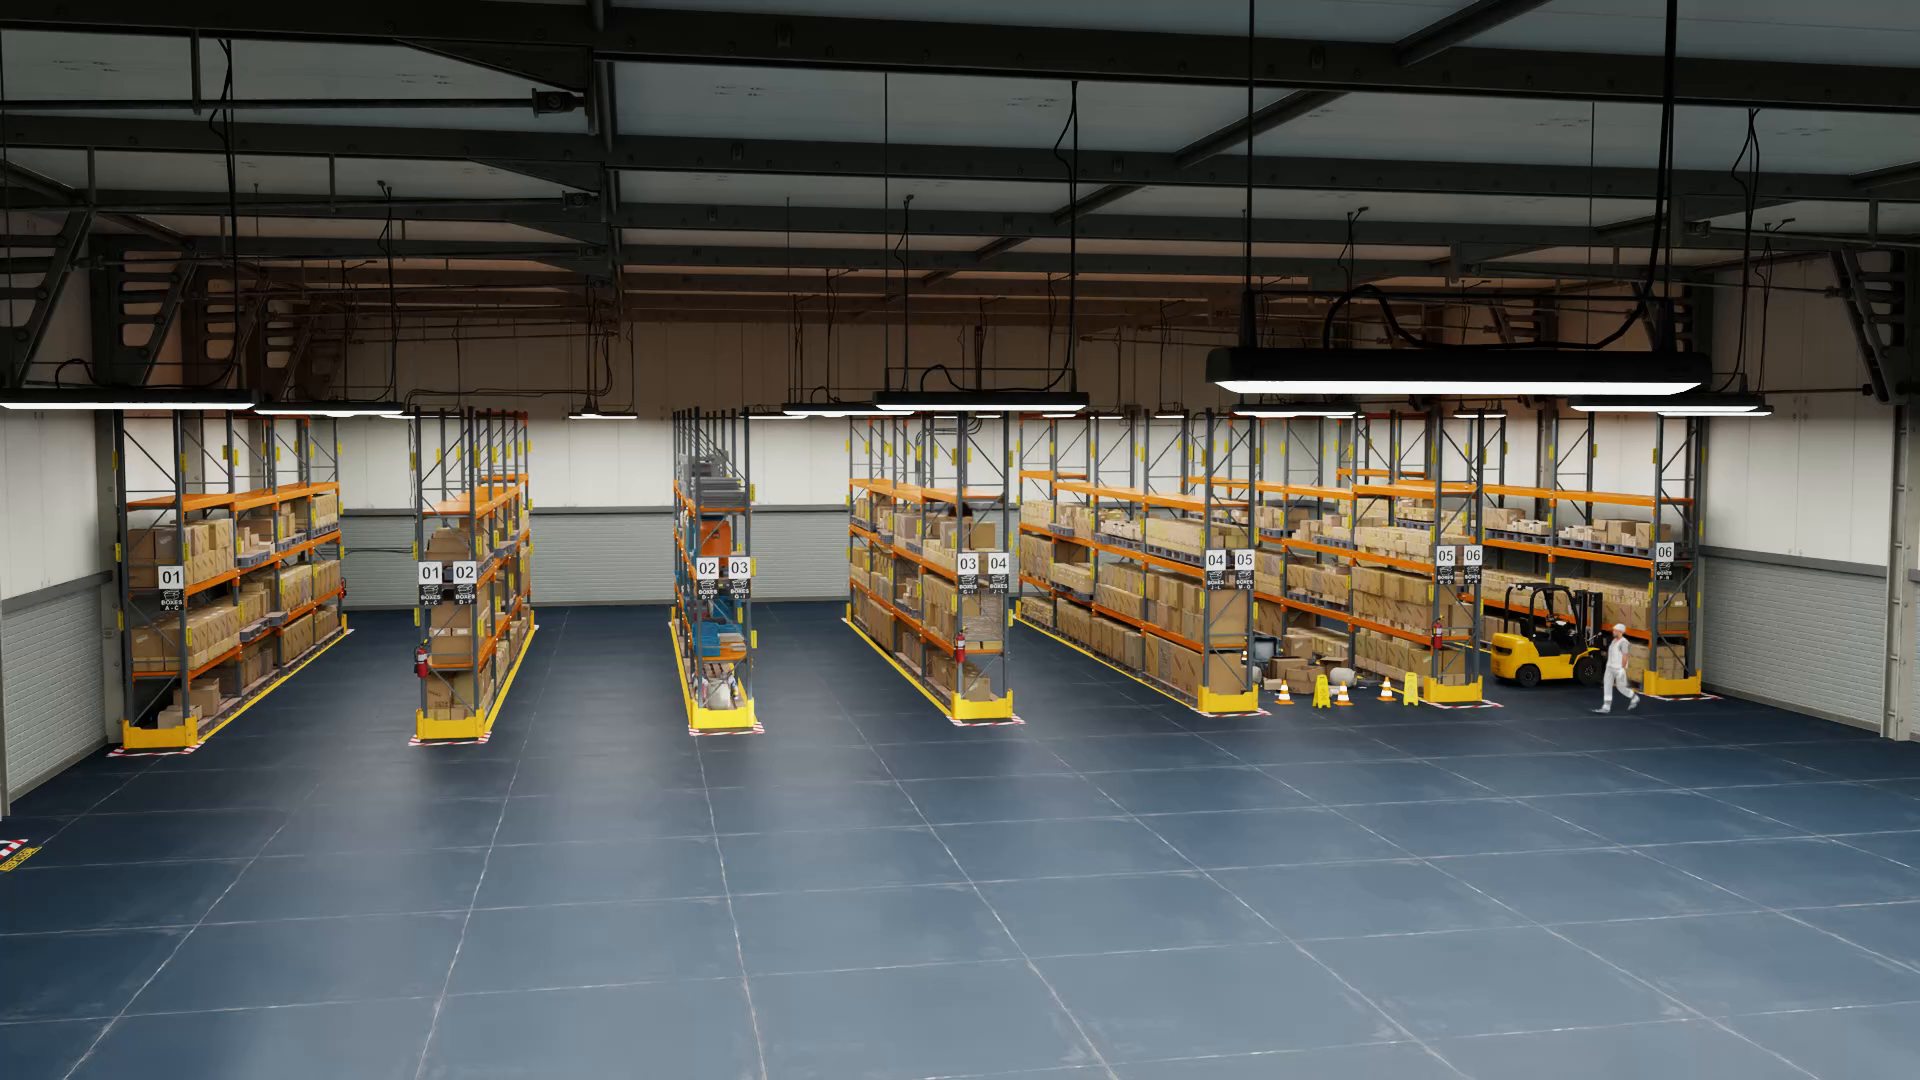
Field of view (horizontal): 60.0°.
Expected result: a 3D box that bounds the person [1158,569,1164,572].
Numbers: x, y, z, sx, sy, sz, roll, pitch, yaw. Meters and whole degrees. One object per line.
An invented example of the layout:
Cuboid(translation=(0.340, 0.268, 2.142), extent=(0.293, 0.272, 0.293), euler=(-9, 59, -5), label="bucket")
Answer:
Cuboid(translation=(5.556, 1.632, 45.991), extent=(0.408, 1.682, 0.565), euler=(1, 4, 10), label="person")

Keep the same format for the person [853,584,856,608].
Cuboid(translation=(-2.944, 1.413, 48.838), extent=(0.476, 1.708, 0.359), euler=(-4, 6, -43), label="person")

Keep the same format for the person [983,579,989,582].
Cuboid(translation=(0.871, 1.596, 46.495), extent=(0.597, 1.726, 0.940), euler=(-1, 4, -10), label="person")

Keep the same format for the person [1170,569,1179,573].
Cuboid(translation=(6.916, 1.082, 52.629), extent=(0.581, 1.771, 0.520), euler=(-2, 5, -29), label="person")

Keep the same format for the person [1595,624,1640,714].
Cuboid(translation=(12.921, 2.524, 32.600), extent=(0.899, 1.774, 0.526), euler=(-2, 4, -25), label="person")
